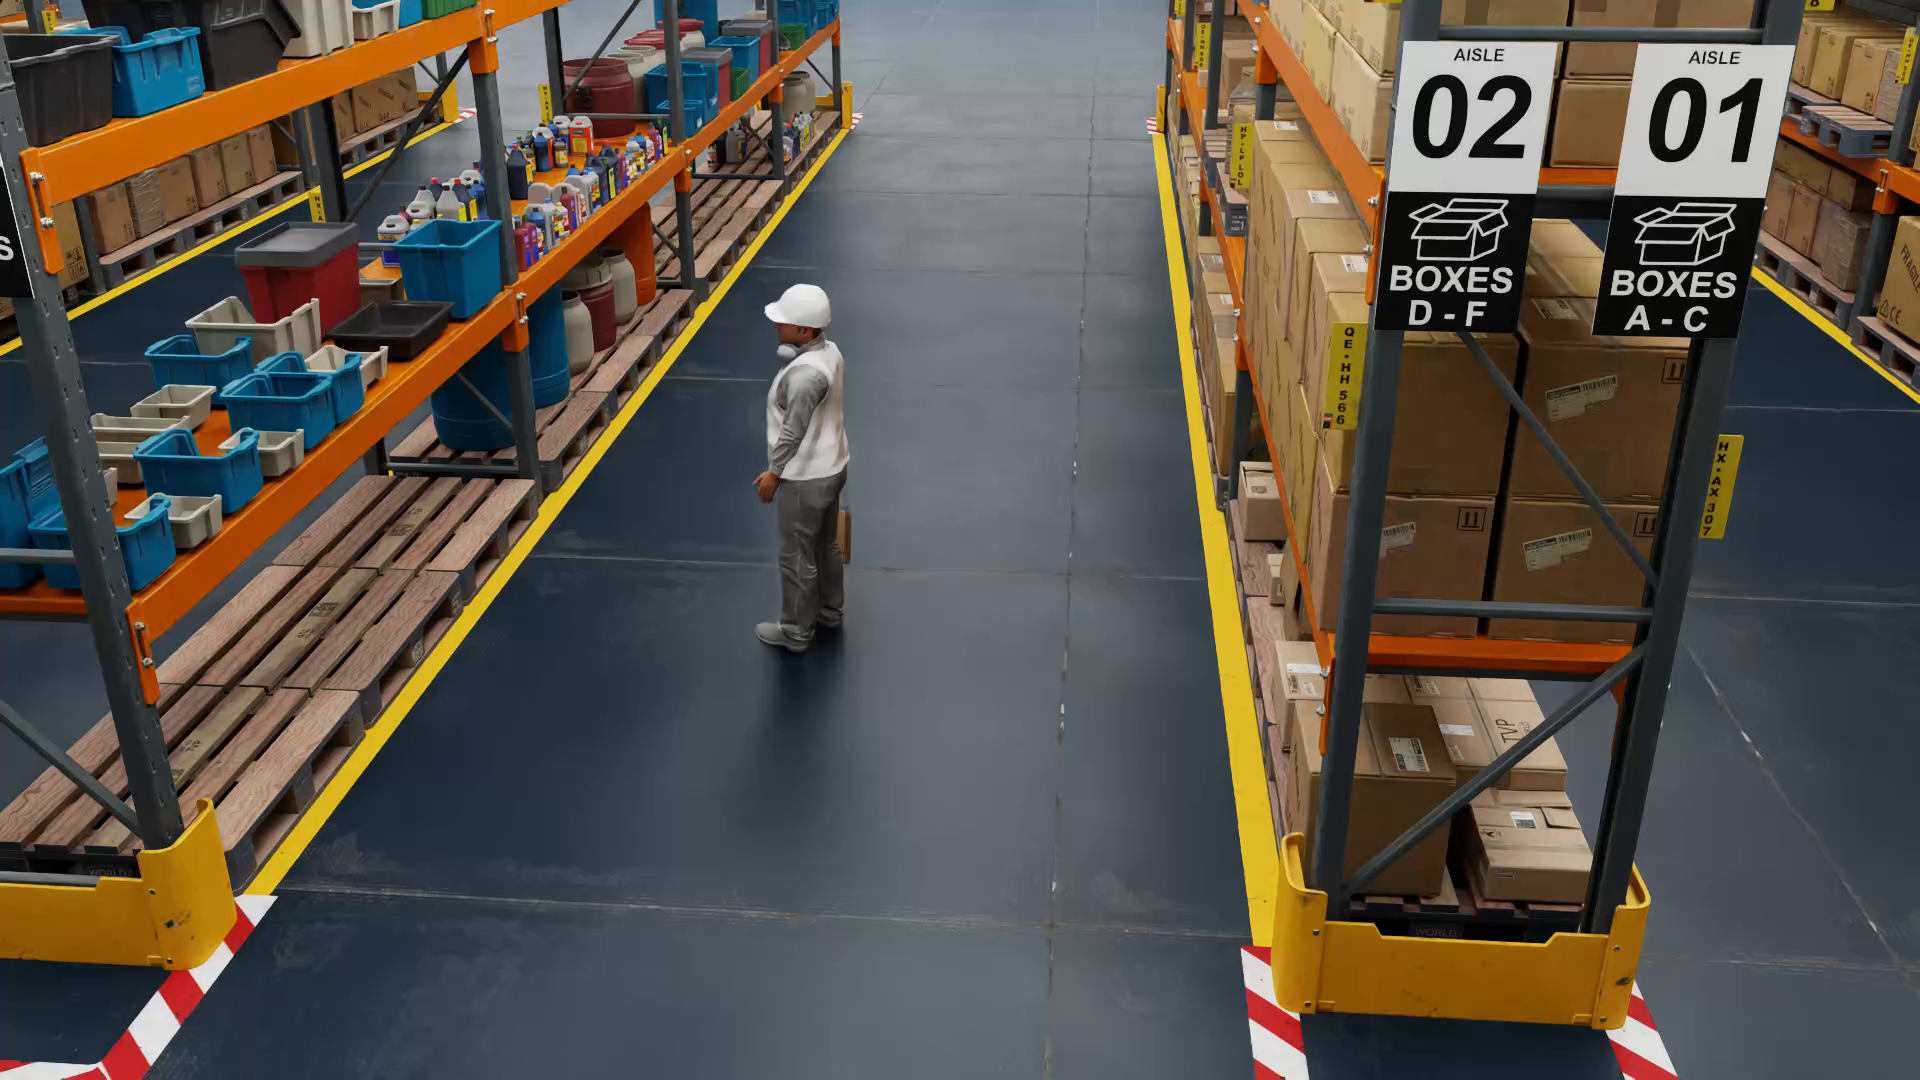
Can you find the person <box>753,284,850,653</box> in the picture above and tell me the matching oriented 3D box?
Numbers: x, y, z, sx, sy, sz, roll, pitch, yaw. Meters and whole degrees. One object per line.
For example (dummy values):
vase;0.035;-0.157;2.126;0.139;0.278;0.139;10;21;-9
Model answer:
person;-0.753;-0.341;7.770;0.475;1.785;0.566;4;25;8
